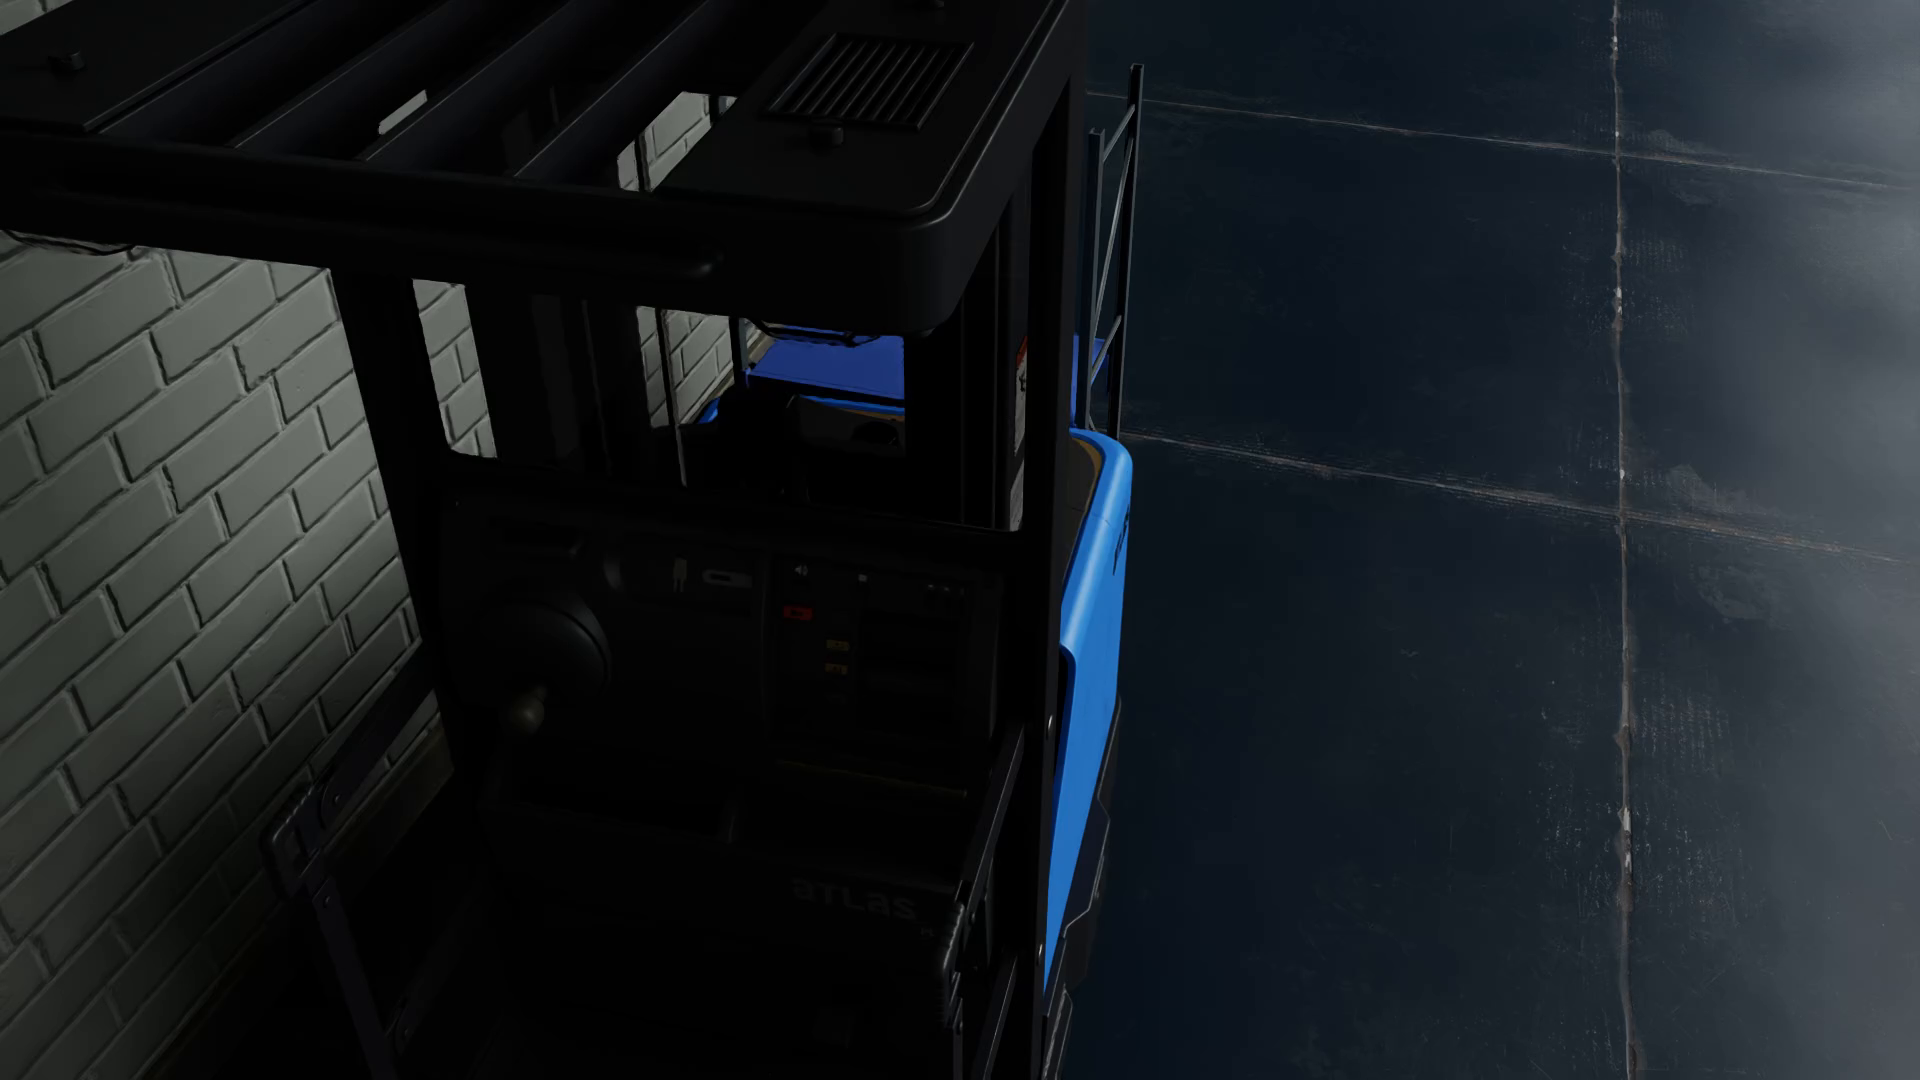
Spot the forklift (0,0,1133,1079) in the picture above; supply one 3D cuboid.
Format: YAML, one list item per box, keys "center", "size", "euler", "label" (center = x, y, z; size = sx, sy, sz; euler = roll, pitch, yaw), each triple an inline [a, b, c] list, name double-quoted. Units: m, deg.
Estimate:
- center: [-0.439, 0.225, 2.472]
  size: [1.130, 2.935, 3.031]
  euler: [8, 37, 11]
  label: "forklift"

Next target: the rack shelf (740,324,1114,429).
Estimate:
- center: [-0.081, -0.474, 4.933]
  size: [1.000, 0.185, 0.538]
  euler: [10, 38, 14]
  label: "rack shelf"

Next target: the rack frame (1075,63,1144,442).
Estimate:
- center: [0.404, -0.529, 4.704]
  size: [0.032, 1.500, 0.500]
  euler: [10, 38, 14]
  label: "rack frame"

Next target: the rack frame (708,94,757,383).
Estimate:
- center: [-0.567, -0.709, 4.948]
  size: [0.032, 1.500, 0.500]
  euler: [10, 38, 14]
  label: "rack frame"

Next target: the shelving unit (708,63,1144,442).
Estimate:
- center: [-0.081, -0.619, 4.826]
  size: [1.048, 1.500, 0.538]
  euler: [10, 38, 14]
  label: "shelving unit"
